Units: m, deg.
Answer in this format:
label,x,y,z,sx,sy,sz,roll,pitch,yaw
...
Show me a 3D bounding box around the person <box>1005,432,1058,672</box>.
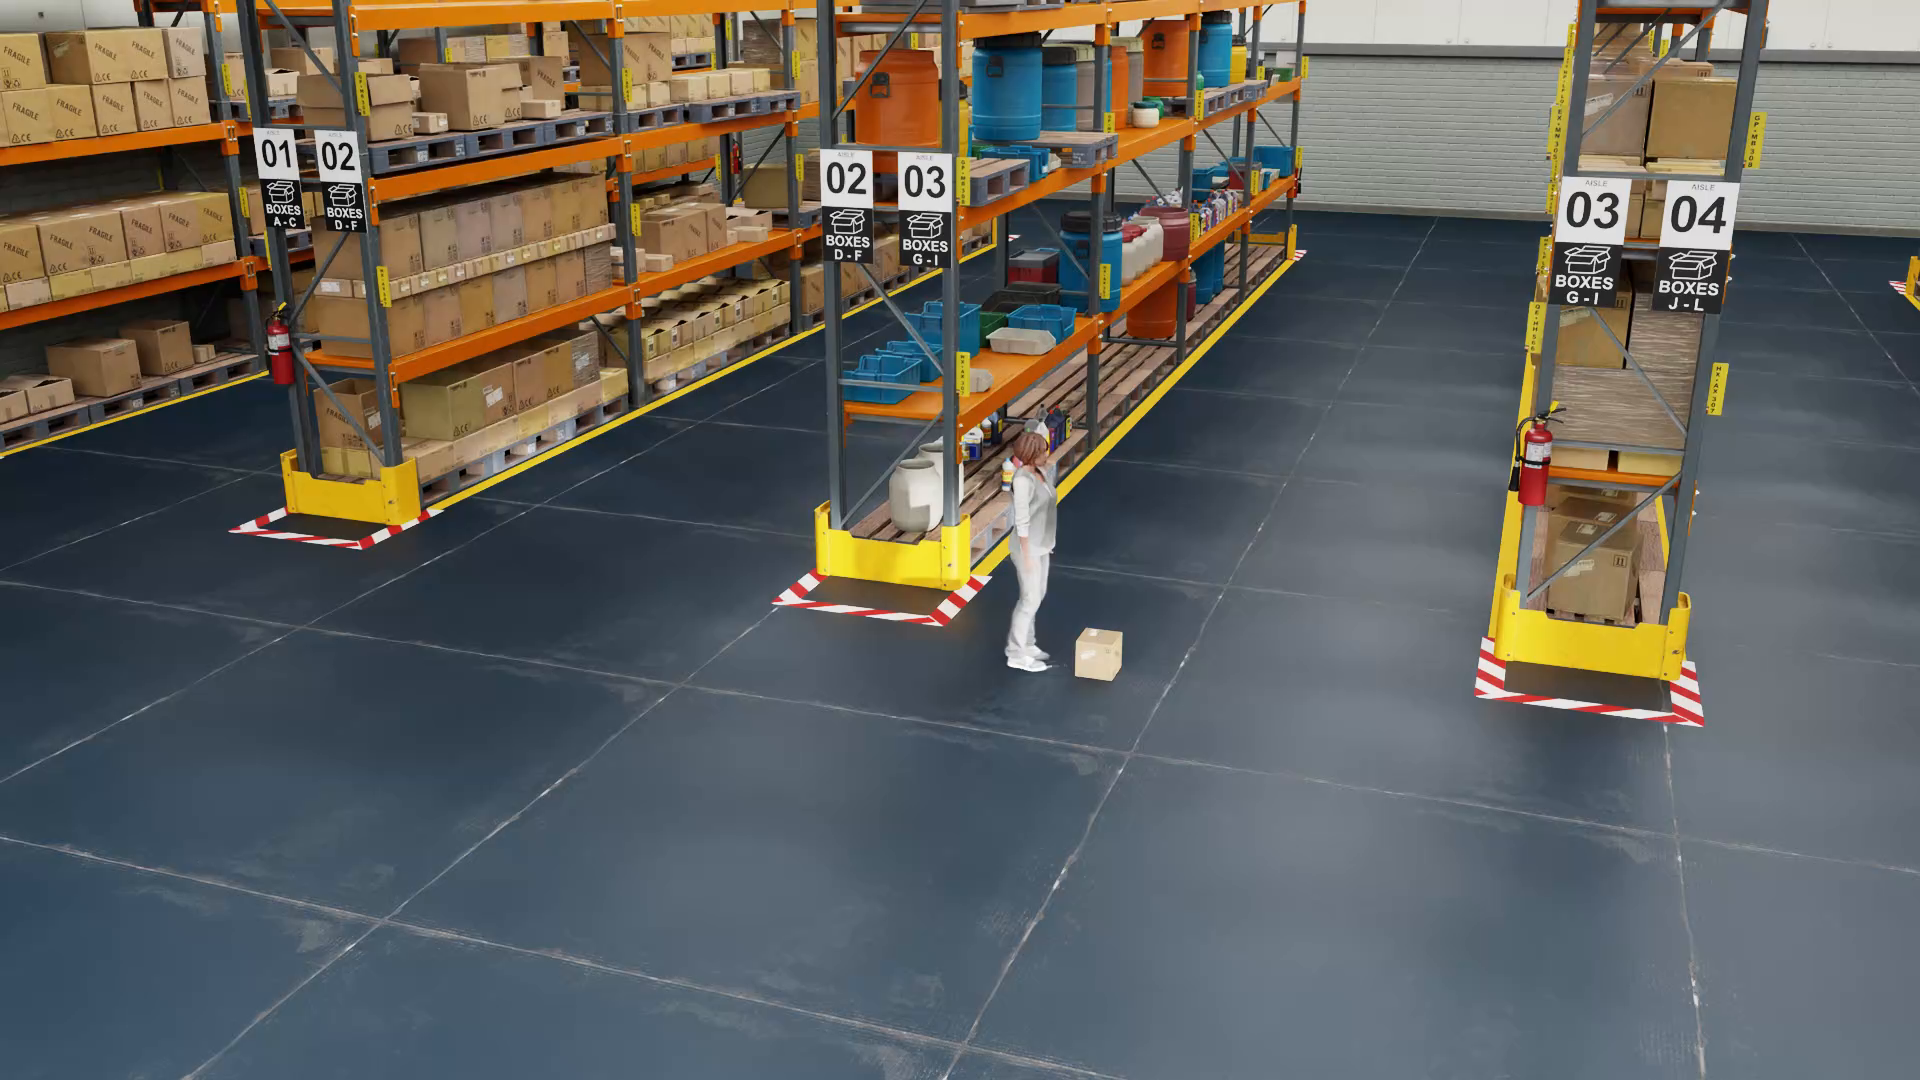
label,x,y,z,sx,sy,sz,roll,pitch,yaw
person,0.469,0.074,10.903,0.316,1.620,0.405,7,20,19
